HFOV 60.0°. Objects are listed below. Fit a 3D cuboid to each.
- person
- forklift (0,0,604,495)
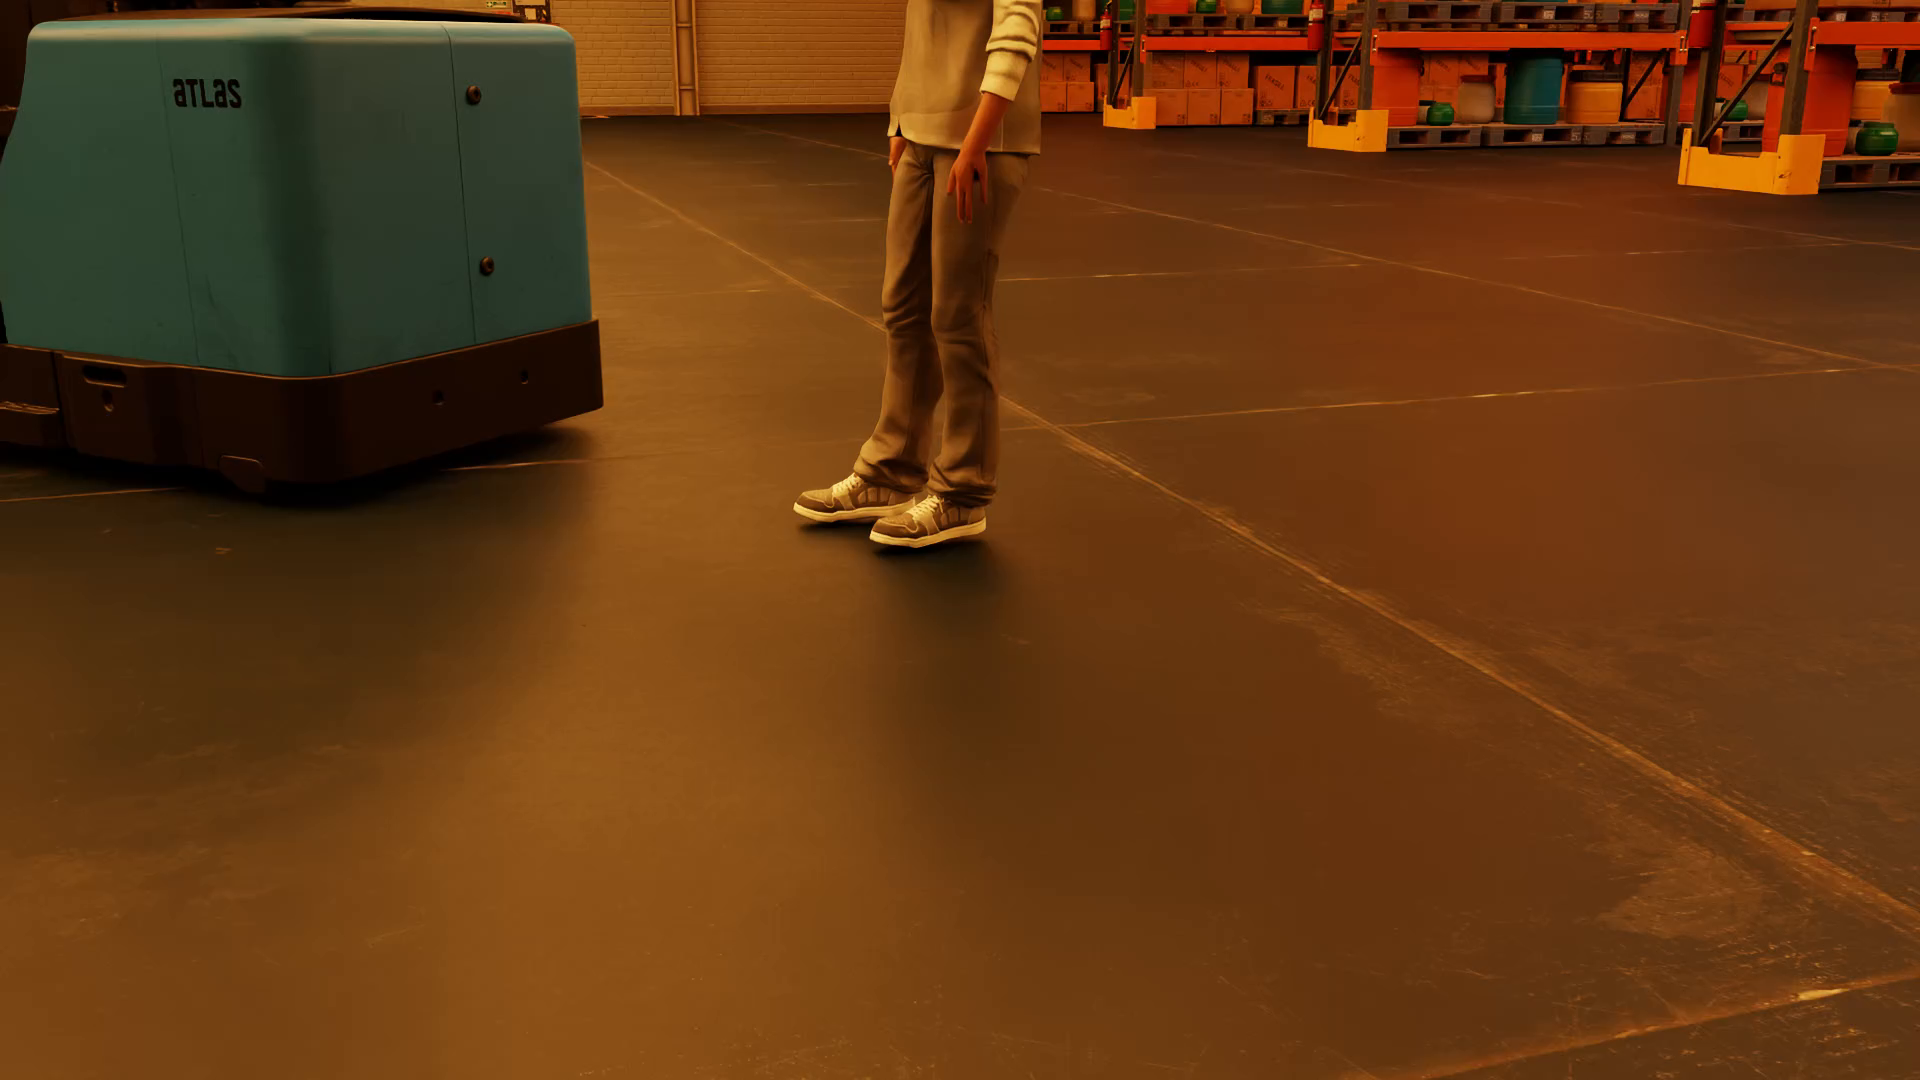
[{"bbox_3d":[-0.075,-0.771,3.331,0.473,1.599,0.520,-5,17,-17],"label":"person"},{"bbox_3d":[-2.529,-1.780,4.431,3.031,2.935,1.130,8,18,26],"label":"forklift"}]
